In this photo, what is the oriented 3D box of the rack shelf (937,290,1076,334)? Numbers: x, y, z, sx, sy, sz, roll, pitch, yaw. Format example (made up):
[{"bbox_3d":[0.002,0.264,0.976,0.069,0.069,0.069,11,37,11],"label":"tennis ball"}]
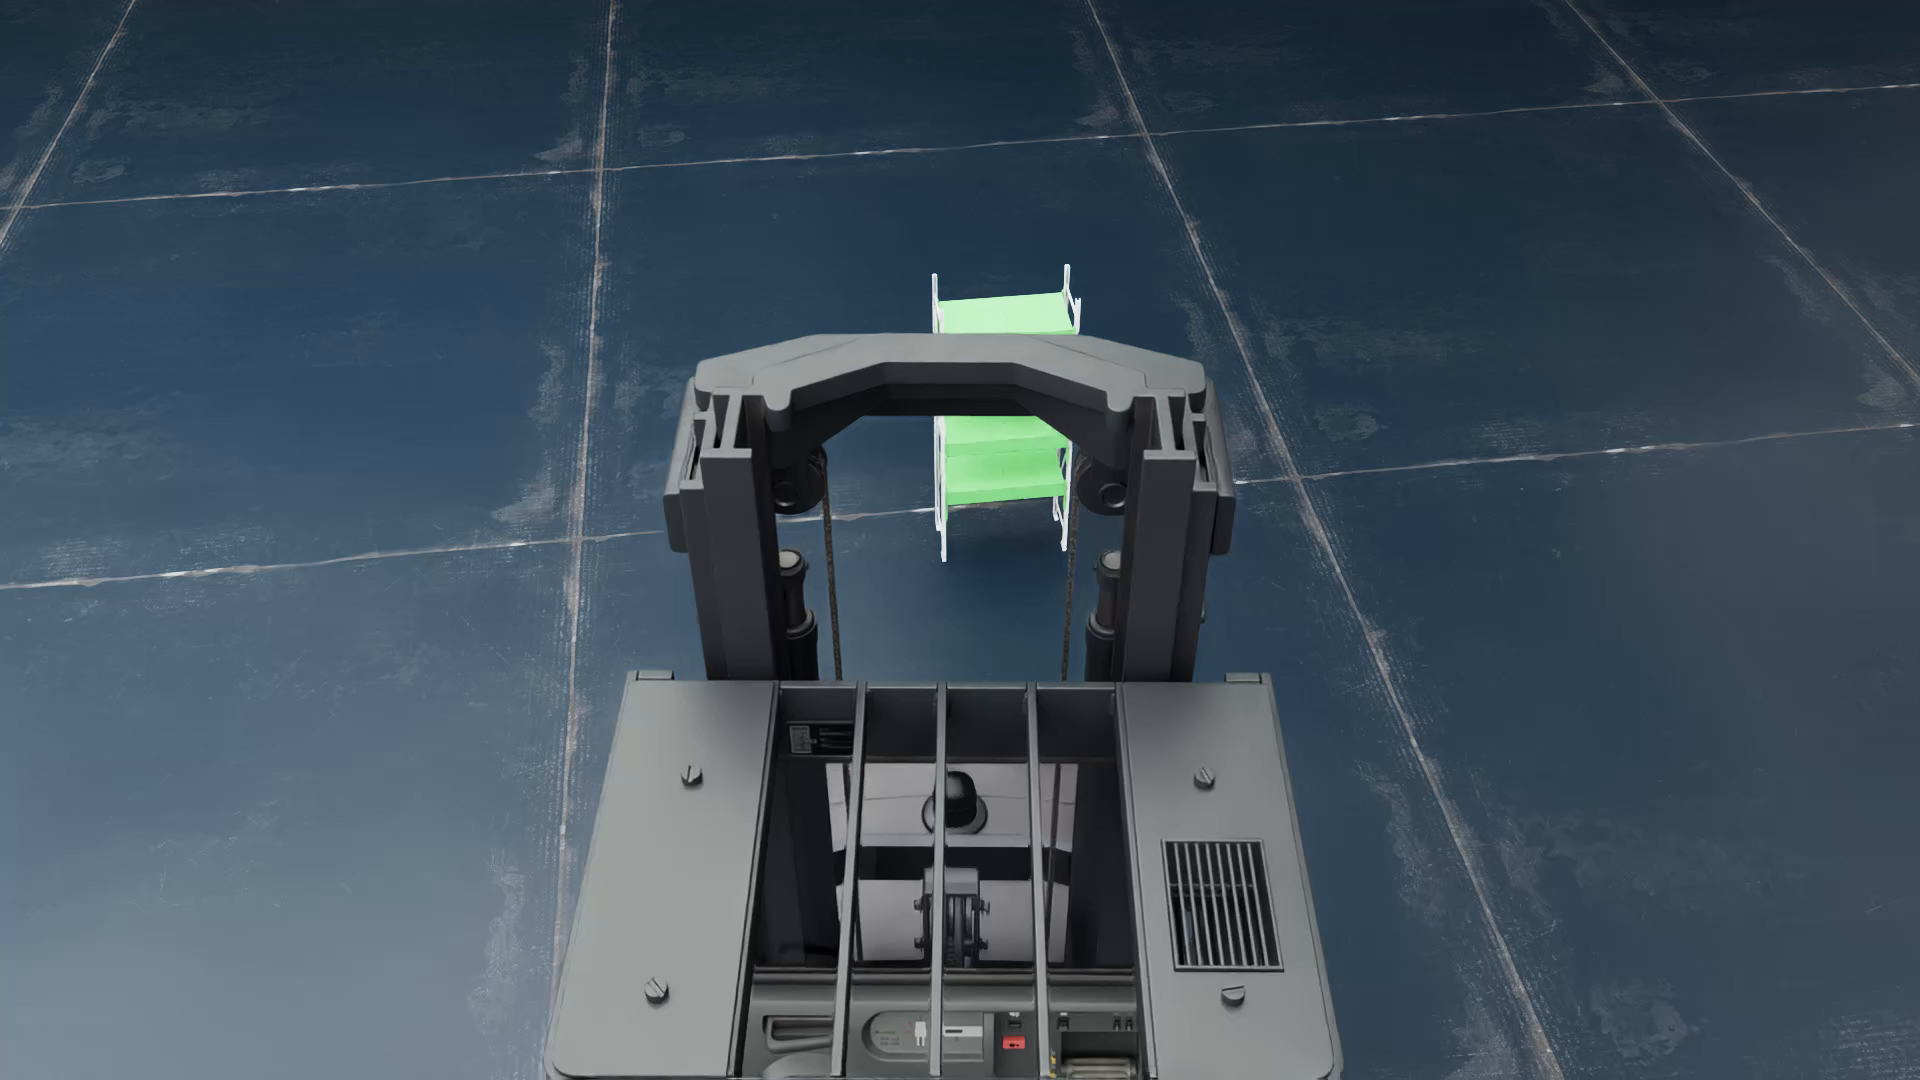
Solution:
[{"bbox_3d":[0.164,-0.769,6.085,0.480,0.148,0.258,-5,42,-6],"label":"rack shelf"}]

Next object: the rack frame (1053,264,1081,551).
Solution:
[{"bbox_3d":[0.406,-0.481,6.388,0.015,1.200,0.240,-5,42,-6],"label":"rack frame"}]

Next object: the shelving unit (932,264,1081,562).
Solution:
[{"bbox_3d":[0.164,-0.460,6.364,0.503,1.200,0.258,-5,42,-6],"label":"shelving unit"}]

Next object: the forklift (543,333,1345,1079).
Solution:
[{"bbox_3d":[-0.020,1.187,3.246,1.130,2.935,3.031,0,42,0],"label":"forklift"}]

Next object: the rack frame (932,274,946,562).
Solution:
[{"bbox_3d":[-0.078,-0.439,6.341,0.015,1.200,0.240,-5,42,-6],"label":"rack frame"}]

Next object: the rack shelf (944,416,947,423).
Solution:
[{"bbox_3d":[0.164,-0.591,6.246,0.480,0.148,0.258,-5,42,-6],"label":"rack shelf"}]

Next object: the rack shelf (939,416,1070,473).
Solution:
[{"bbox_3d":[0.164,-0.412,6.407,0.480,0.148,0.258,-5,42,-6],"label":"rack shelf"}]

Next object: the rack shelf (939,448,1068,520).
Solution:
[{"bbox_3d":[0.164,-0.234,6.568,0.480,0.148,0.258,-5,42,-6],"label":"rack shelf"}]
